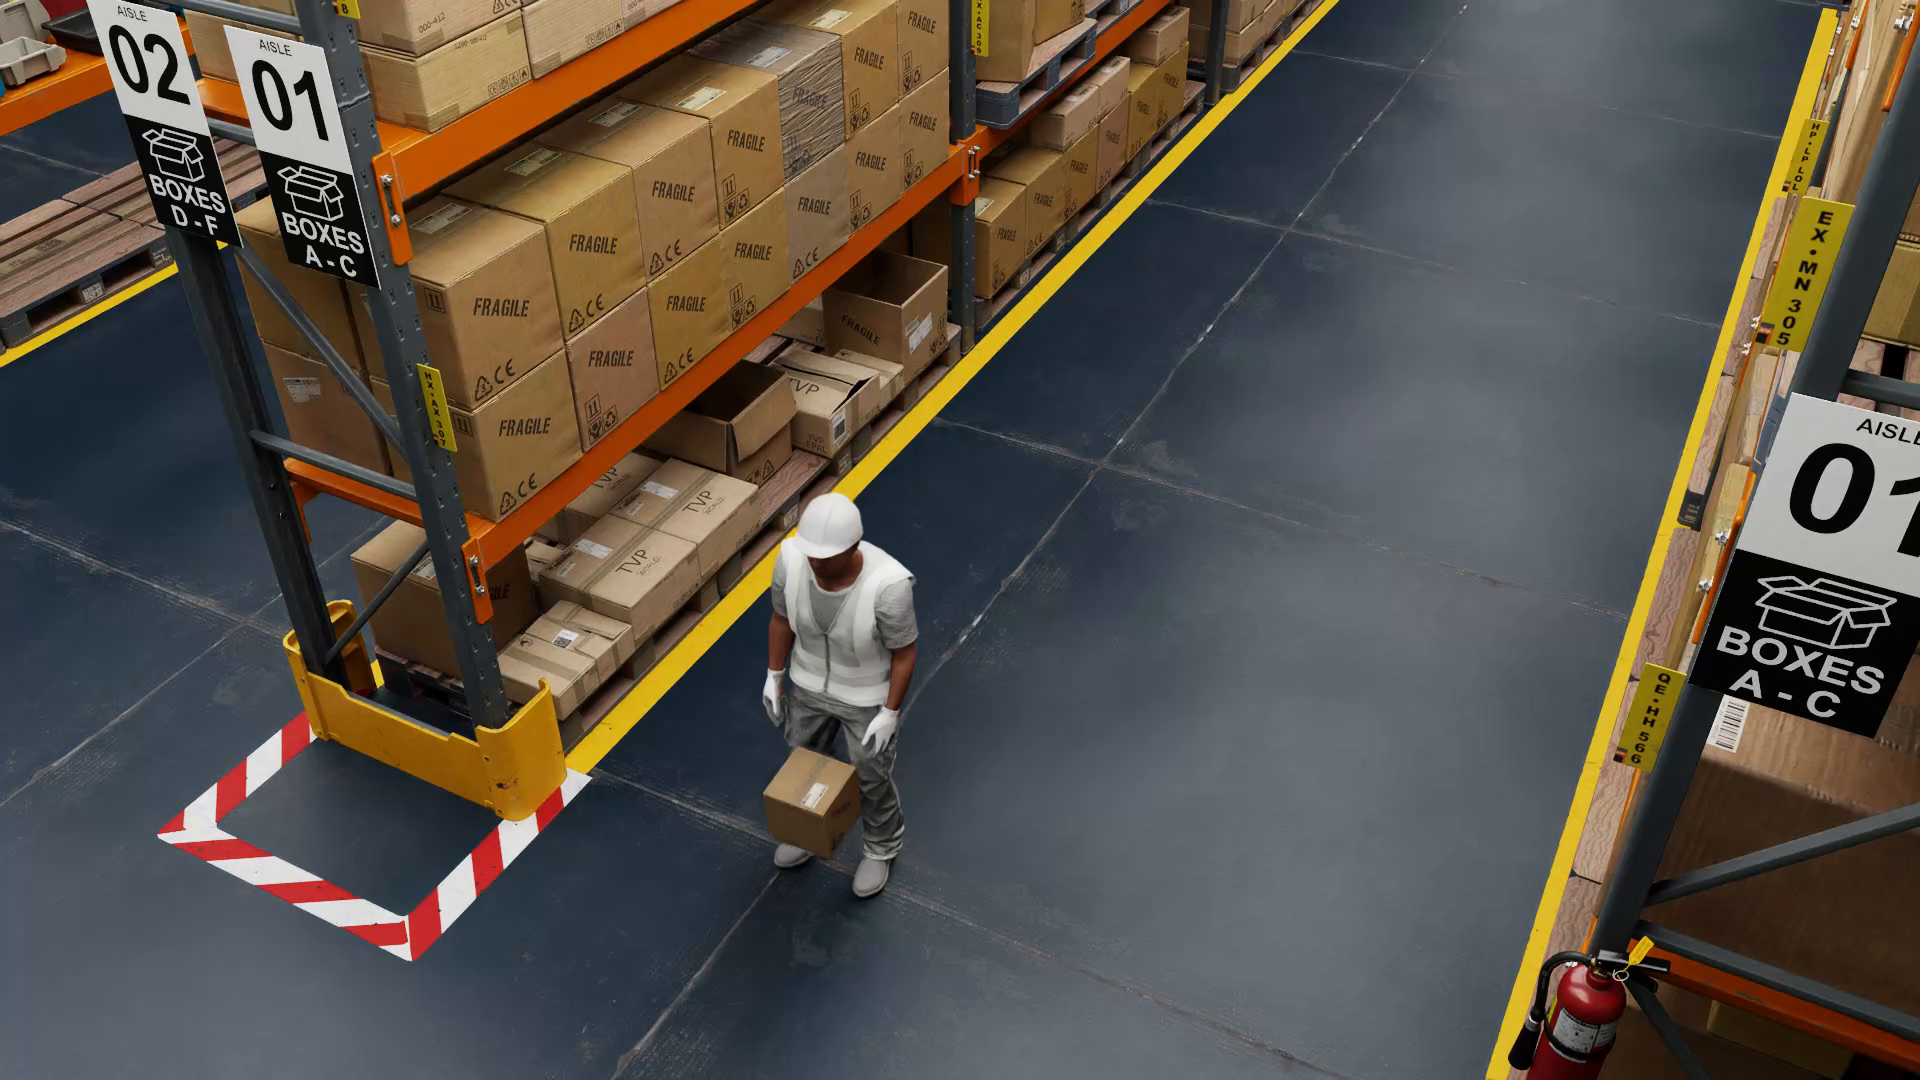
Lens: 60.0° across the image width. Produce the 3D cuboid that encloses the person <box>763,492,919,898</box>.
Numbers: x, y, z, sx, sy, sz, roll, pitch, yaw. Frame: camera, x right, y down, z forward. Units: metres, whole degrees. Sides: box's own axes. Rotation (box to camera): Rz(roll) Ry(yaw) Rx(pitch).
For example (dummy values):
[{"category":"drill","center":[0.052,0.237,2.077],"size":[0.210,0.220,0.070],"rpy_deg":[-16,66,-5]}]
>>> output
[{"category":"person","center":[-0.422,0.541,6.033],"size":[0.575,1.781,0.411],"rpy_deg":[17,41,20]}]
